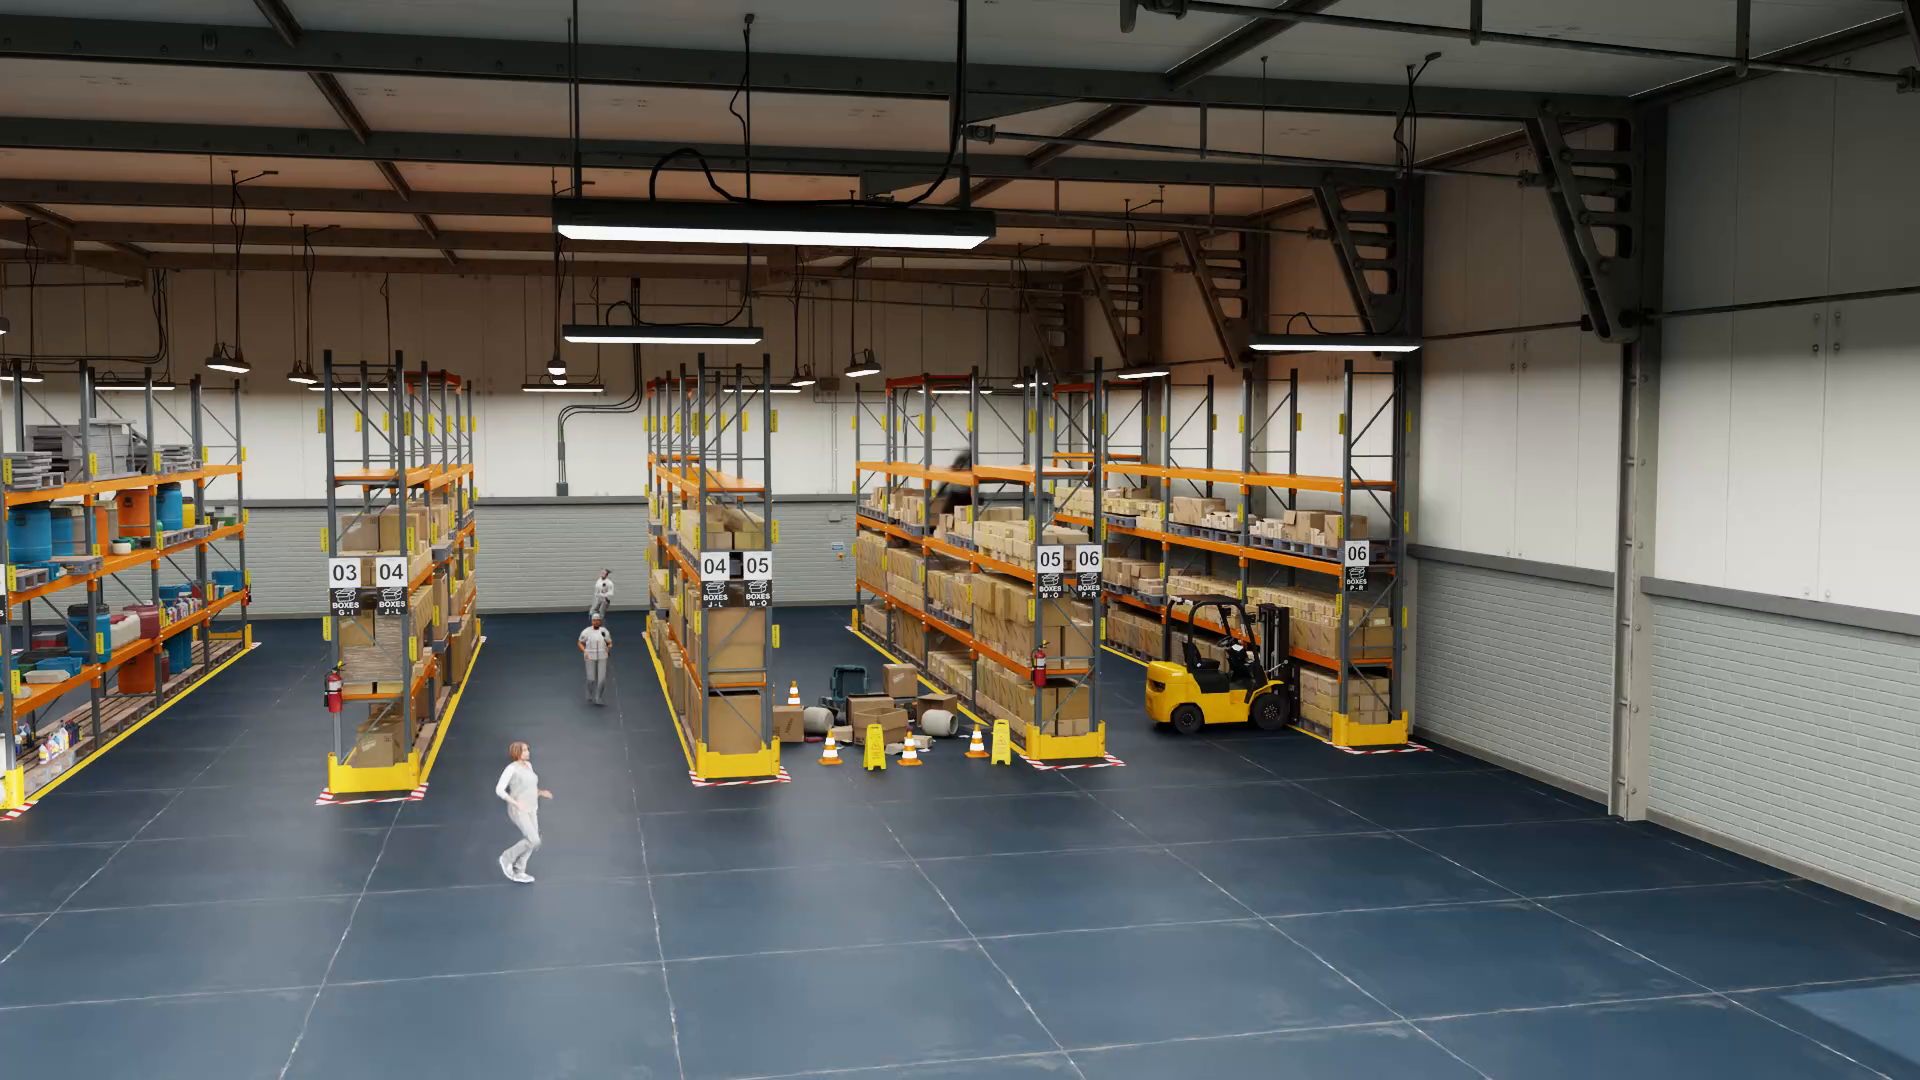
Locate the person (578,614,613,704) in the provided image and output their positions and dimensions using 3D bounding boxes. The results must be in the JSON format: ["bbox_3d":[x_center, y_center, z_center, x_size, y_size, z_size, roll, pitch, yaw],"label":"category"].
[{"bbox_3d":[-6.476,2.127,29.646,0.599,1.621,0.557,-1,4,-20],"label":"person"}]

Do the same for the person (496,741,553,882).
[{"bbox_3d":[-4.740,2.968,18.110,0.546,1.541,0.532,1,4,14],"label":"person"}]

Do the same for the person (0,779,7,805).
[{"bbox_3d":[-11.772,2.806,20.017,0.618,1.631,0.595,2,4,21],"label":"person"}]

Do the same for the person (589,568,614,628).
[{"bbox_3d":[-8.527,1.442,39.532,0.708,1.595,0.565,2,5,30],"label":"person"}]
